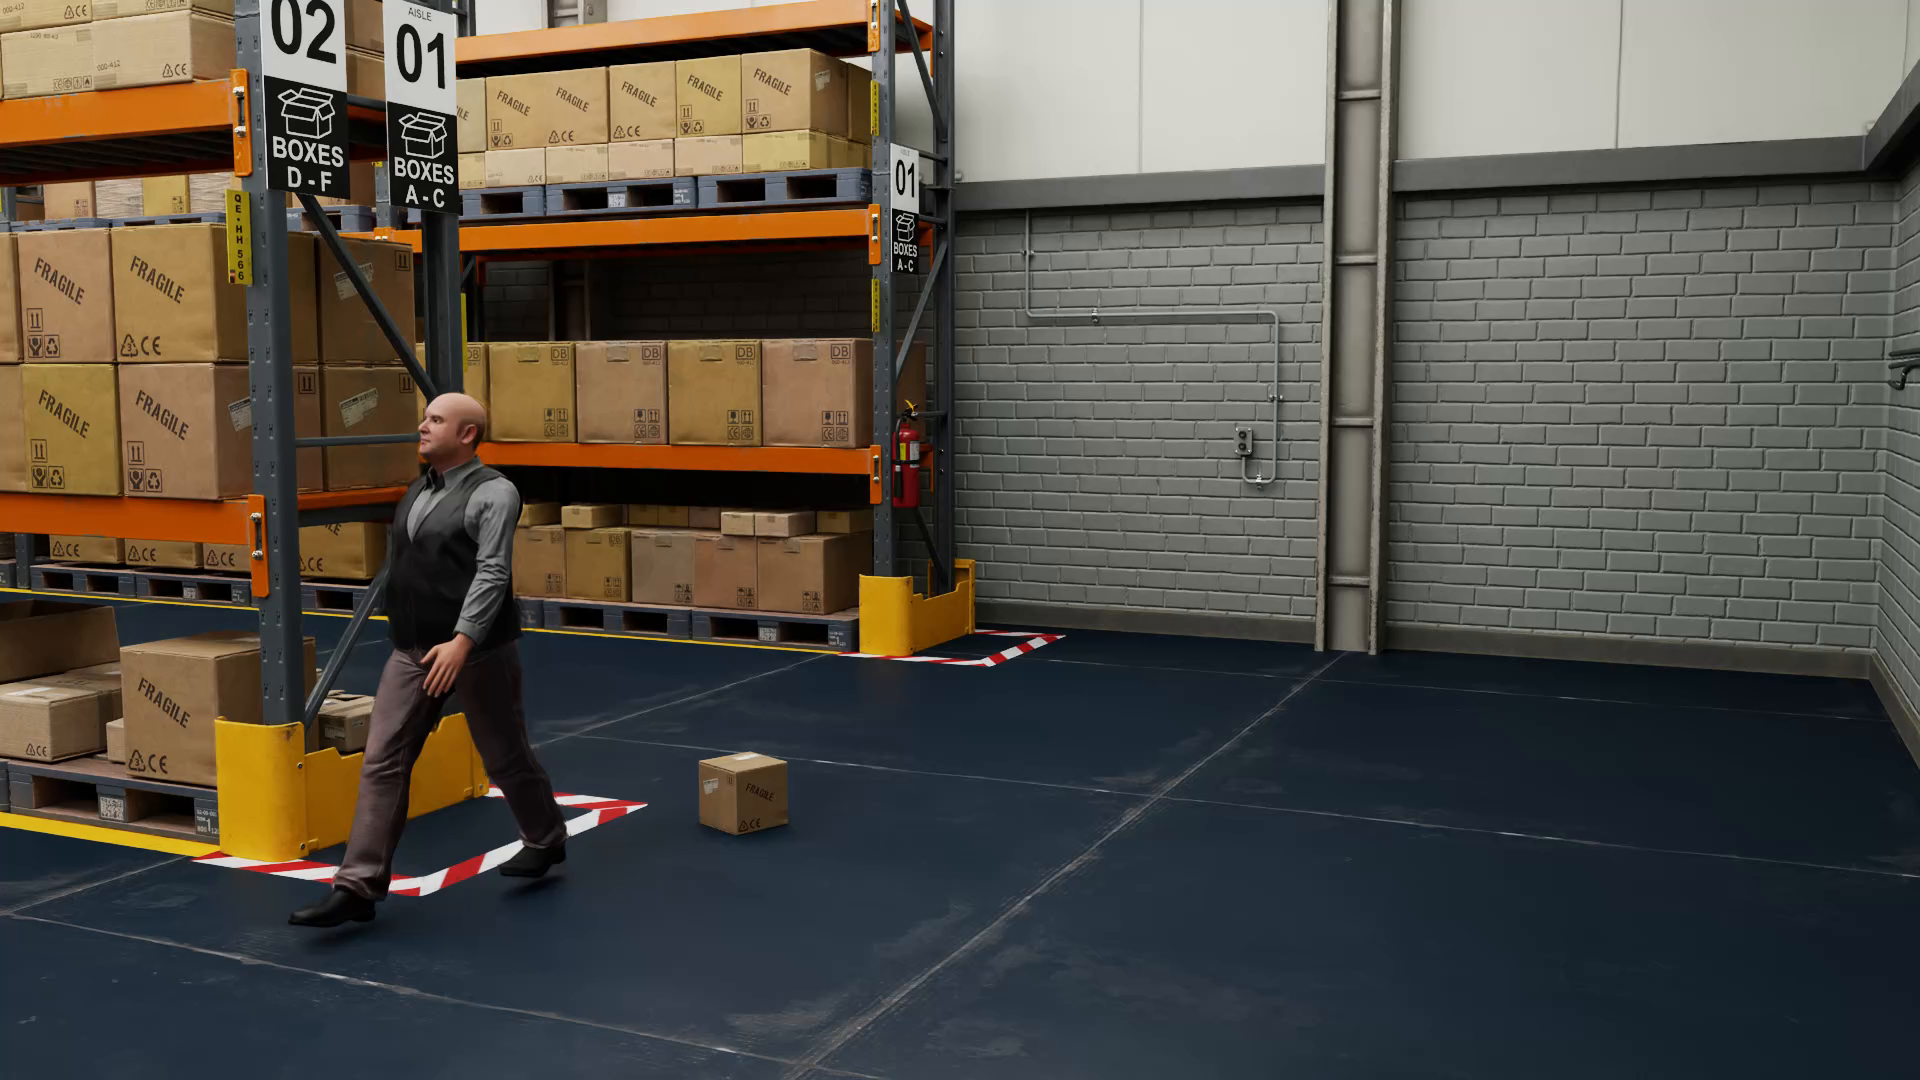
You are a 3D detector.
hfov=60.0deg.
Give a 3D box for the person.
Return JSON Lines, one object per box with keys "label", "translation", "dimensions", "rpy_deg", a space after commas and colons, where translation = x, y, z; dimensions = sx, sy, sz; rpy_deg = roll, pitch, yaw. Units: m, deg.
{"label": "person", "translation": [-1.680, 0.363, 5.379], "dimensions": [0.536, 1.669, 1.022], "rpy_deg": [3, 6, 27]}
